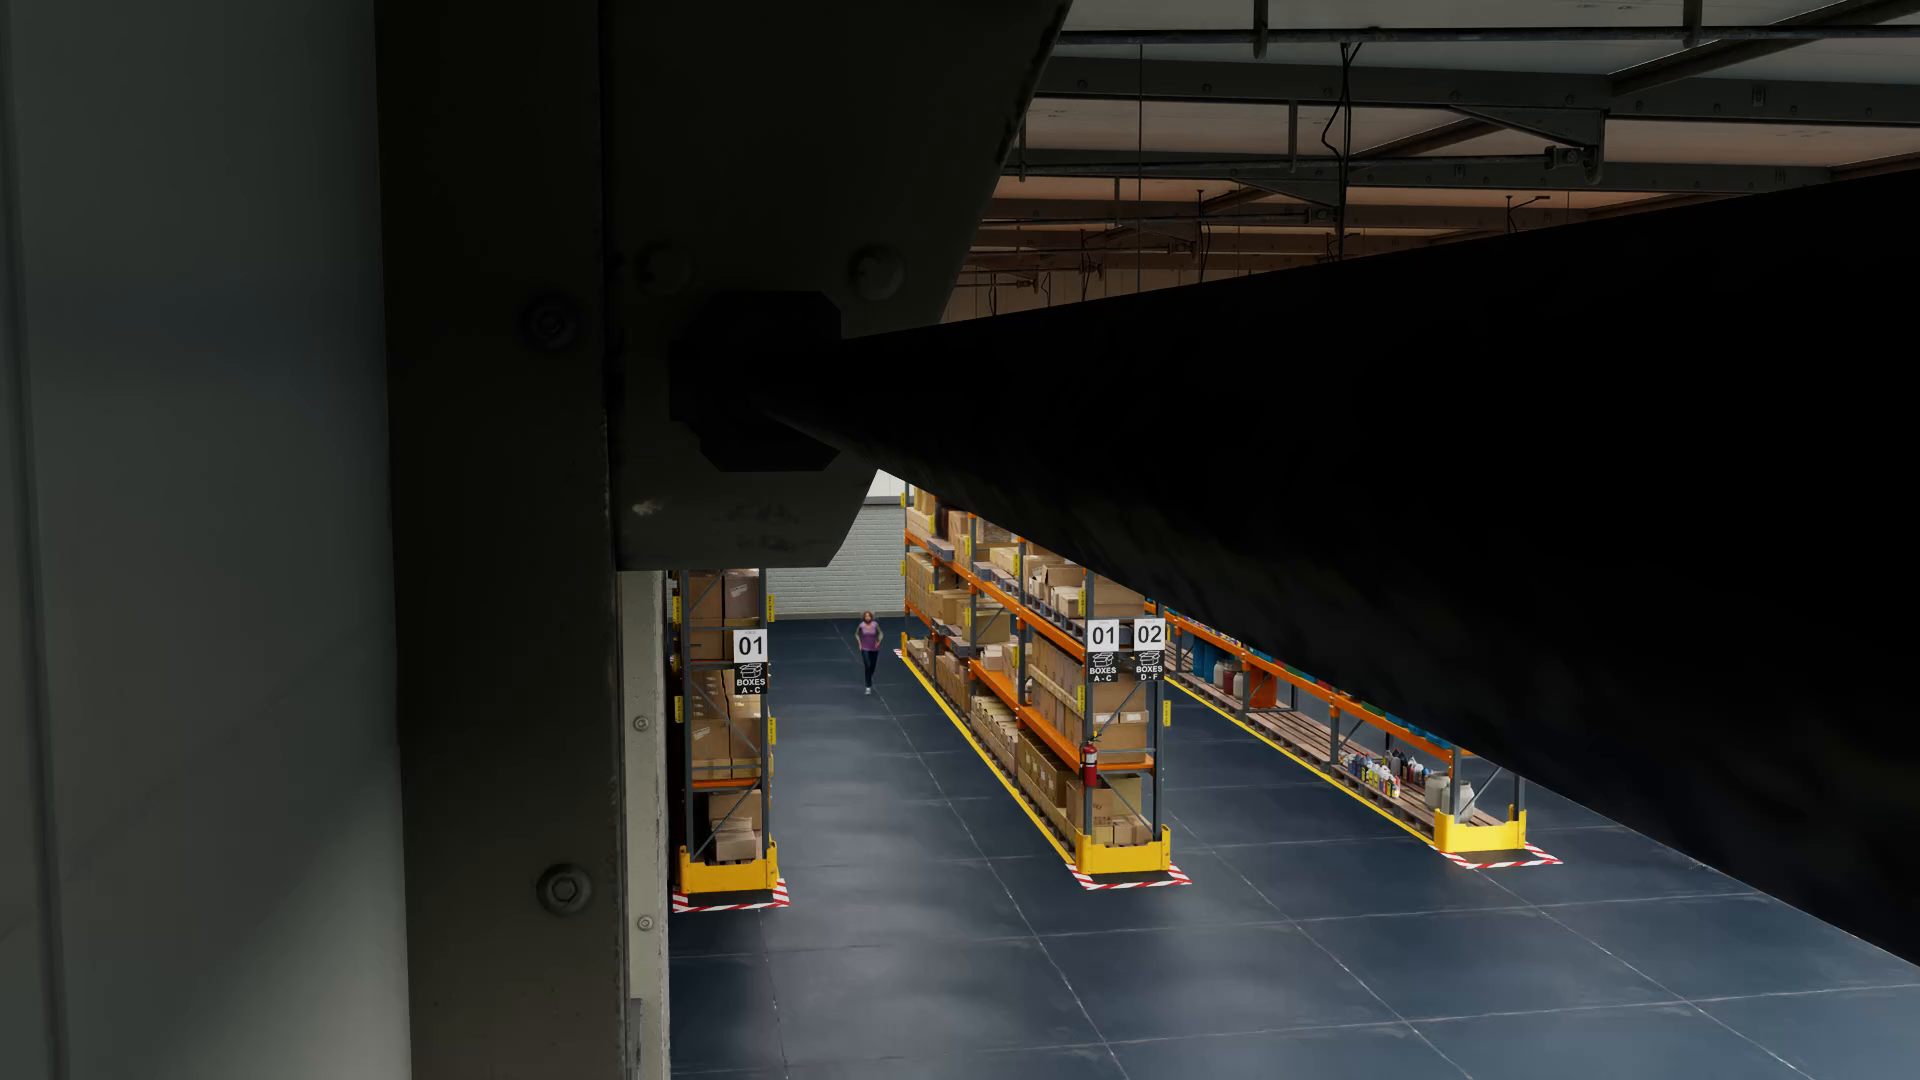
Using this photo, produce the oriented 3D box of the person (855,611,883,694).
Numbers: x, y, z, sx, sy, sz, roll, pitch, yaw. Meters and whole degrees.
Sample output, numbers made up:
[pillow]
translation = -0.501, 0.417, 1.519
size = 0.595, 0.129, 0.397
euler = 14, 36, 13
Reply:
[person]
translation = -1.780, 2.164, 32.623
size = 0.541, 1.606, 0.733
euler = -1, 6, -5
